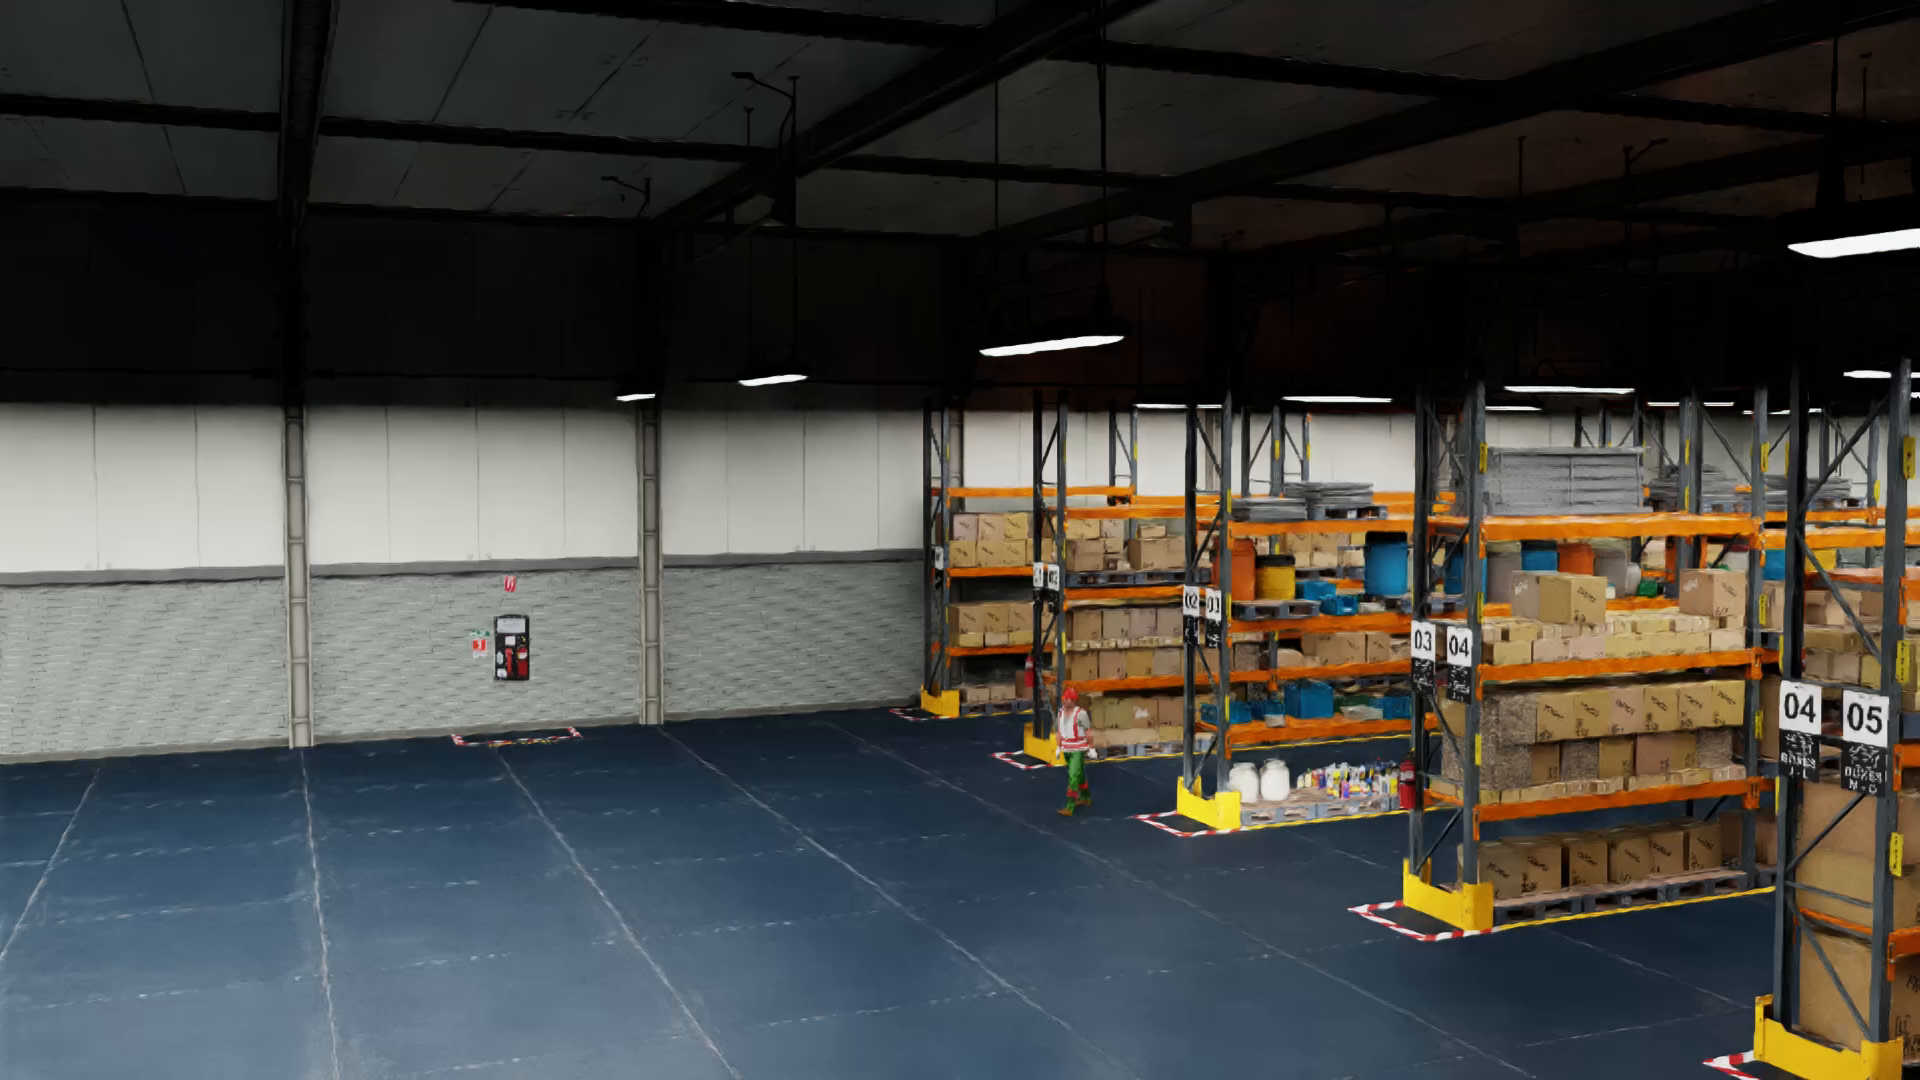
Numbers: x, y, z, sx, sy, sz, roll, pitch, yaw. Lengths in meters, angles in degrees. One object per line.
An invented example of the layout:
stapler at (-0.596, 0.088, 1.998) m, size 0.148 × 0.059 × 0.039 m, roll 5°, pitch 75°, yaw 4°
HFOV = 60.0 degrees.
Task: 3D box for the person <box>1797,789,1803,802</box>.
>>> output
person at (11.434, 2.990, 22.510) m, size 0.578 × 1.714 × 0.719 m, roll -2°, pitch 4°, yaw -25°

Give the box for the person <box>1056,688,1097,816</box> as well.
person at (1.572, 2.932, 23.233) m, size 0.593 × 1.746 × 0.968 m, roll 3°, pitch 5°, yaw 44°
